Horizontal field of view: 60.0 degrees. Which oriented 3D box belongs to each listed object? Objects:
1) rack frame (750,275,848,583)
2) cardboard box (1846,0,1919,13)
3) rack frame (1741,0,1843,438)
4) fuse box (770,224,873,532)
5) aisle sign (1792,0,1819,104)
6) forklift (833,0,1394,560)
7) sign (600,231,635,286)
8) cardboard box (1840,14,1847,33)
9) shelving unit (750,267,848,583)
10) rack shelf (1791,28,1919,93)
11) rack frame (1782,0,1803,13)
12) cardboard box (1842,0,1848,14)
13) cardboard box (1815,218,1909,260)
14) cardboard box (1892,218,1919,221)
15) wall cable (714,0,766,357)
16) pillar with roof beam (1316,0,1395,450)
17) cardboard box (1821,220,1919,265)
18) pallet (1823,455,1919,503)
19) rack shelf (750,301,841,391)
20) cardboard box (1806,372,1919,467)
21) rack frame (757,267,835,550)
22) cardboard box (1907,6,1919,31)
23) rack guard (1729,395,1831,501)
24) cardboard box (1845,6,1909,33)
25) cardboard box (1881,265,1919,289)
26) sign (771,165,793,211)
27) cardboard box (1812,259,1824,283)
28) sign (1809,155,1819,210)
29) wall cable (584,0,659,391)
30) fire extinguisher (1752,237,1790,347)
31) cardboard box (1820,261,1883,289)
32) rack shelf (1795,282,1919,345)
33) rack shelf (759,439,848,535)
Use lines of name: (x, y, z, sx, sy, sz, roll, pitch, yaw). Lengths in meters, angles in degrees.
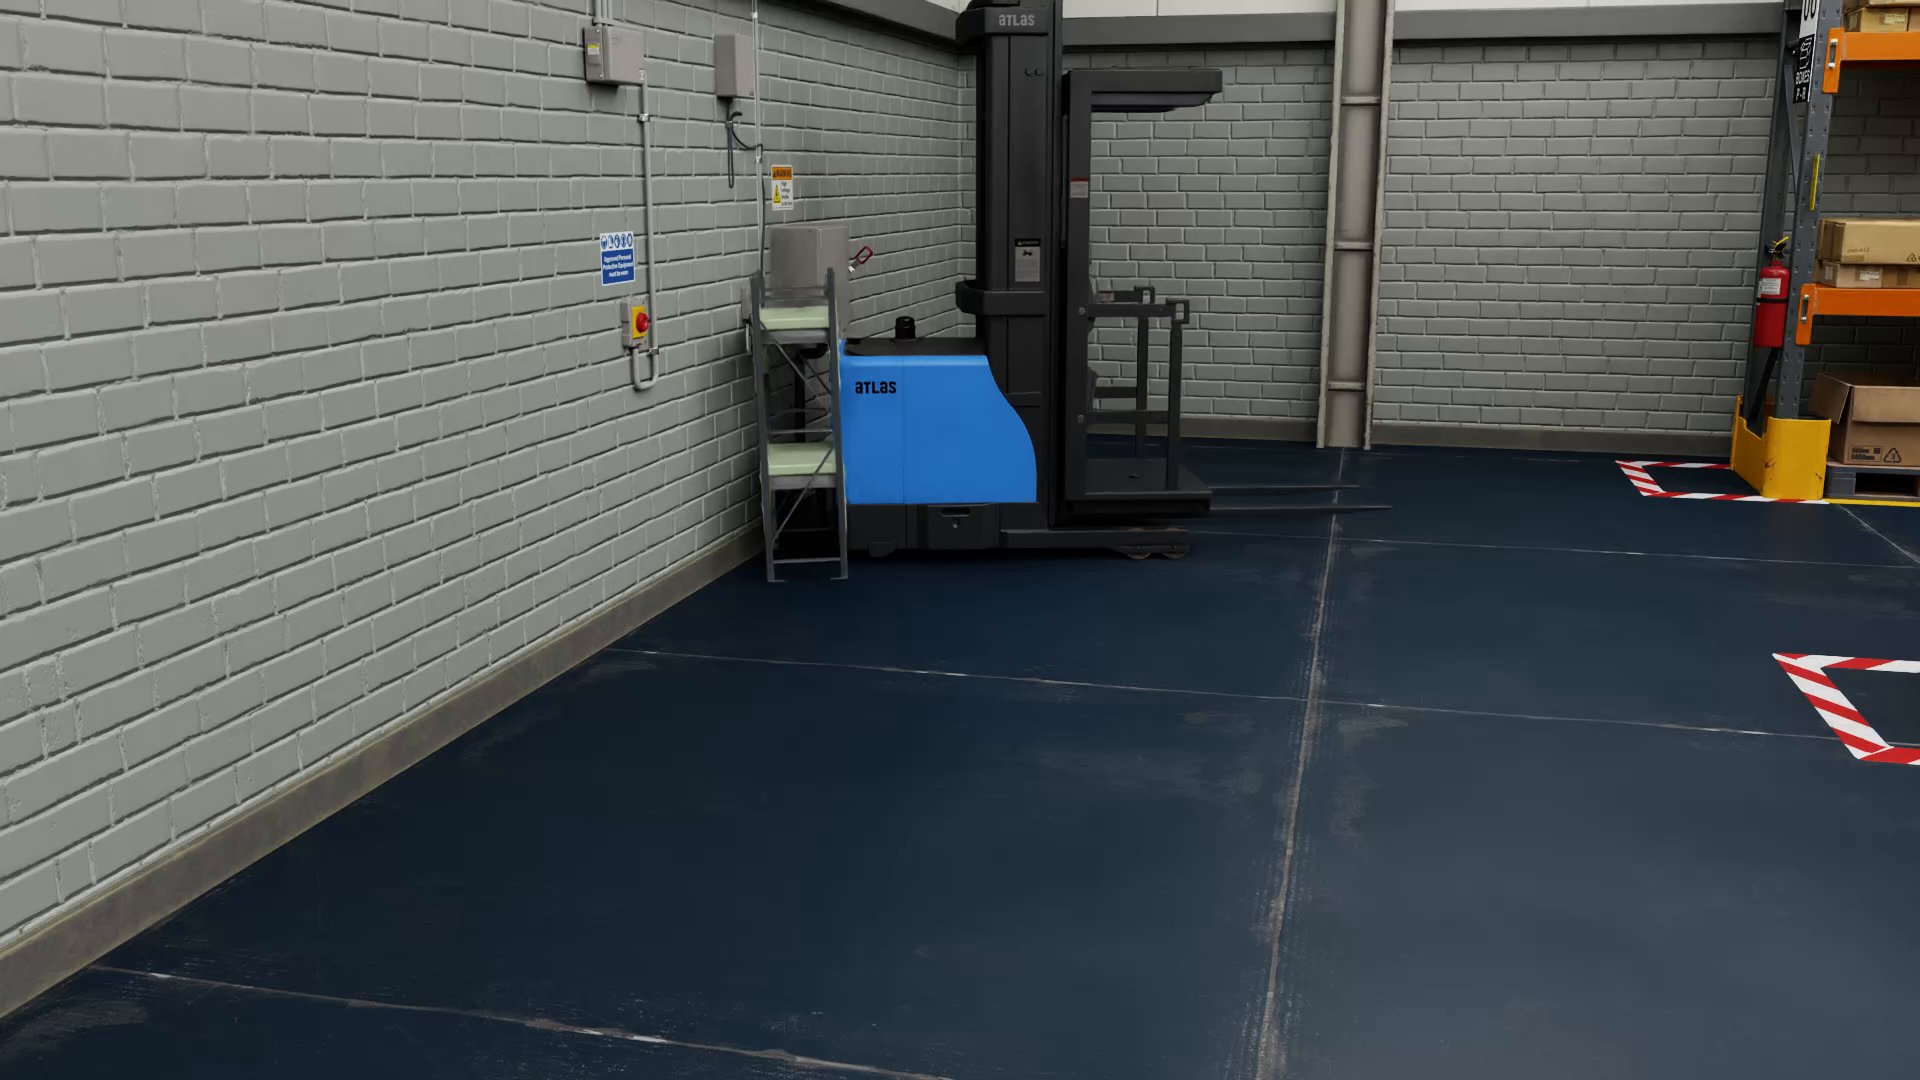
rack frame: (-0.781, -0.530, 8.135, 0.400, 1.500, 0.023, -3, 13, -4)
cardboard box: (5.633, -3.298, 9.907, 0.500, 0.250, 0.500, 3, 13, 13)
rack frame: (5.267, -1.842, 10.611, 0.127, 3.000, 1.000, 3, 13, 14)
fuse box: (-0.753, -0.891, 9.298, 0.414, 1.711, 0.539, 3, 13, 14)
aisle sign: (5.131, -3.053, 10.067, 0.004, 0.787, 0.394, 3, 13, 14)
forklift: (0.819, -1.442, 8.967, 3.031, 2.935, 1.130, -1, 13, -4)
sign: (-1.469, -1.211, 7.141, 0.001, 0.218, 0.327, 3, 13, 14)
cardboard box: (5.633, -3.216, 10.457, 0.250, 0.149, 0.380, 3, 13, 15)
shelving unit: (-0.809, -0.608, 8.491, 0.431, 1.500, 0.755, -3, 13, -4)
rack shelf: (7.209, -2.851, 9.896, 4.000, 0.370, 1.077, 3, 13, 14)
rack frame: (5.267, -4.771, 9.961, 0.127, 3.000, 1.000, 3, 13, 14)
cardboard box: (5.764, -3.413, 10.424, 0.500, 0.250, 0.500, 3, 13, 13)
cardboard box: (5.778, -1.946, 10.739, 0.500, 0.250, 0.500, 3, 13, 15)
cardboard box: (6.278, -1.919, 10.617, 0.500, 0.250, 0.500, 3, 13, 14)
wall cable: (-1.070, -1.881, 8.439, 0.122, 1.984, 0.588, 3, 13, 14)
pillar with roof beam: (1.834, -4.195, 7.366, 0.400, 9.000, 9.100, 3, 13, 14)
cardboard box: (5.643, -1.834, 10.233, 0.500, 0.250, 0.500, 3, 13, 14)
pallet: (6.115, -0.435, 10.709, 1.213, 0.211, 1.003, 3, 13, 14)
rack shelf: (-0.821, -0.989, 8.406, 0.431, 0.370, 0.720, -3, 13, -4)
cardboard box: (5.838, -0.777, 10.603, 0.637, 0.503, 0.797, 3, 13, 11)
rack frame: (-0.837, -0.687, 8.847, 0.400, 1.500, 0.023, -3, 13, -4)
cardboard box: (5.782, -3.110, 9.982, 0.250, 0.149, 0.380, 3, 13, 15)
rack guard: (5.341, -0.618, 10.864, 0.348, 0.500, 1.175, 3, 13, 14)
cardboard box: (5.521, -3.118, 10.018, 0.250, 0.149, 0.380, 3, 13, 15)
cardboard box: (5.779, -1.641, 10.285, 0.250, 0.149, 0.380, 3, 13, 15)
sign: (-0.968, -1.922, 9.065, 0.001, 0.242, 0.339, 3, 13, 14)
cardboard box: (5.653, -1.759, 10.815, 0.250, 0.149, 0.380, 3, 13, 13)
sign: (5.138, -2.150, 10.003, 0.005, 0.325, 0.100, 3, 13, 14)
wall cable: (-1.398, -1.597, 7.088, 0.123, 1.953, 0.585, 3, 13, 14)
fire extinguisher: (5.014, -1.533, 10.256, 0.183, 0.674, 0.296, 3, 13, 14)
cardboard box: (5.521, -1.645, 10.301, 0.250, 0.149, 0.380, 3, 13, 13)
rack shelf: (7.209, -1.387, 10.221, 4.000, 0.370, 1.077, 3, 13, 14)
rack shelf: (-0.799, -0.290, 8.562, 0.431, 0.370, 0.720, -3, 13, -4)
